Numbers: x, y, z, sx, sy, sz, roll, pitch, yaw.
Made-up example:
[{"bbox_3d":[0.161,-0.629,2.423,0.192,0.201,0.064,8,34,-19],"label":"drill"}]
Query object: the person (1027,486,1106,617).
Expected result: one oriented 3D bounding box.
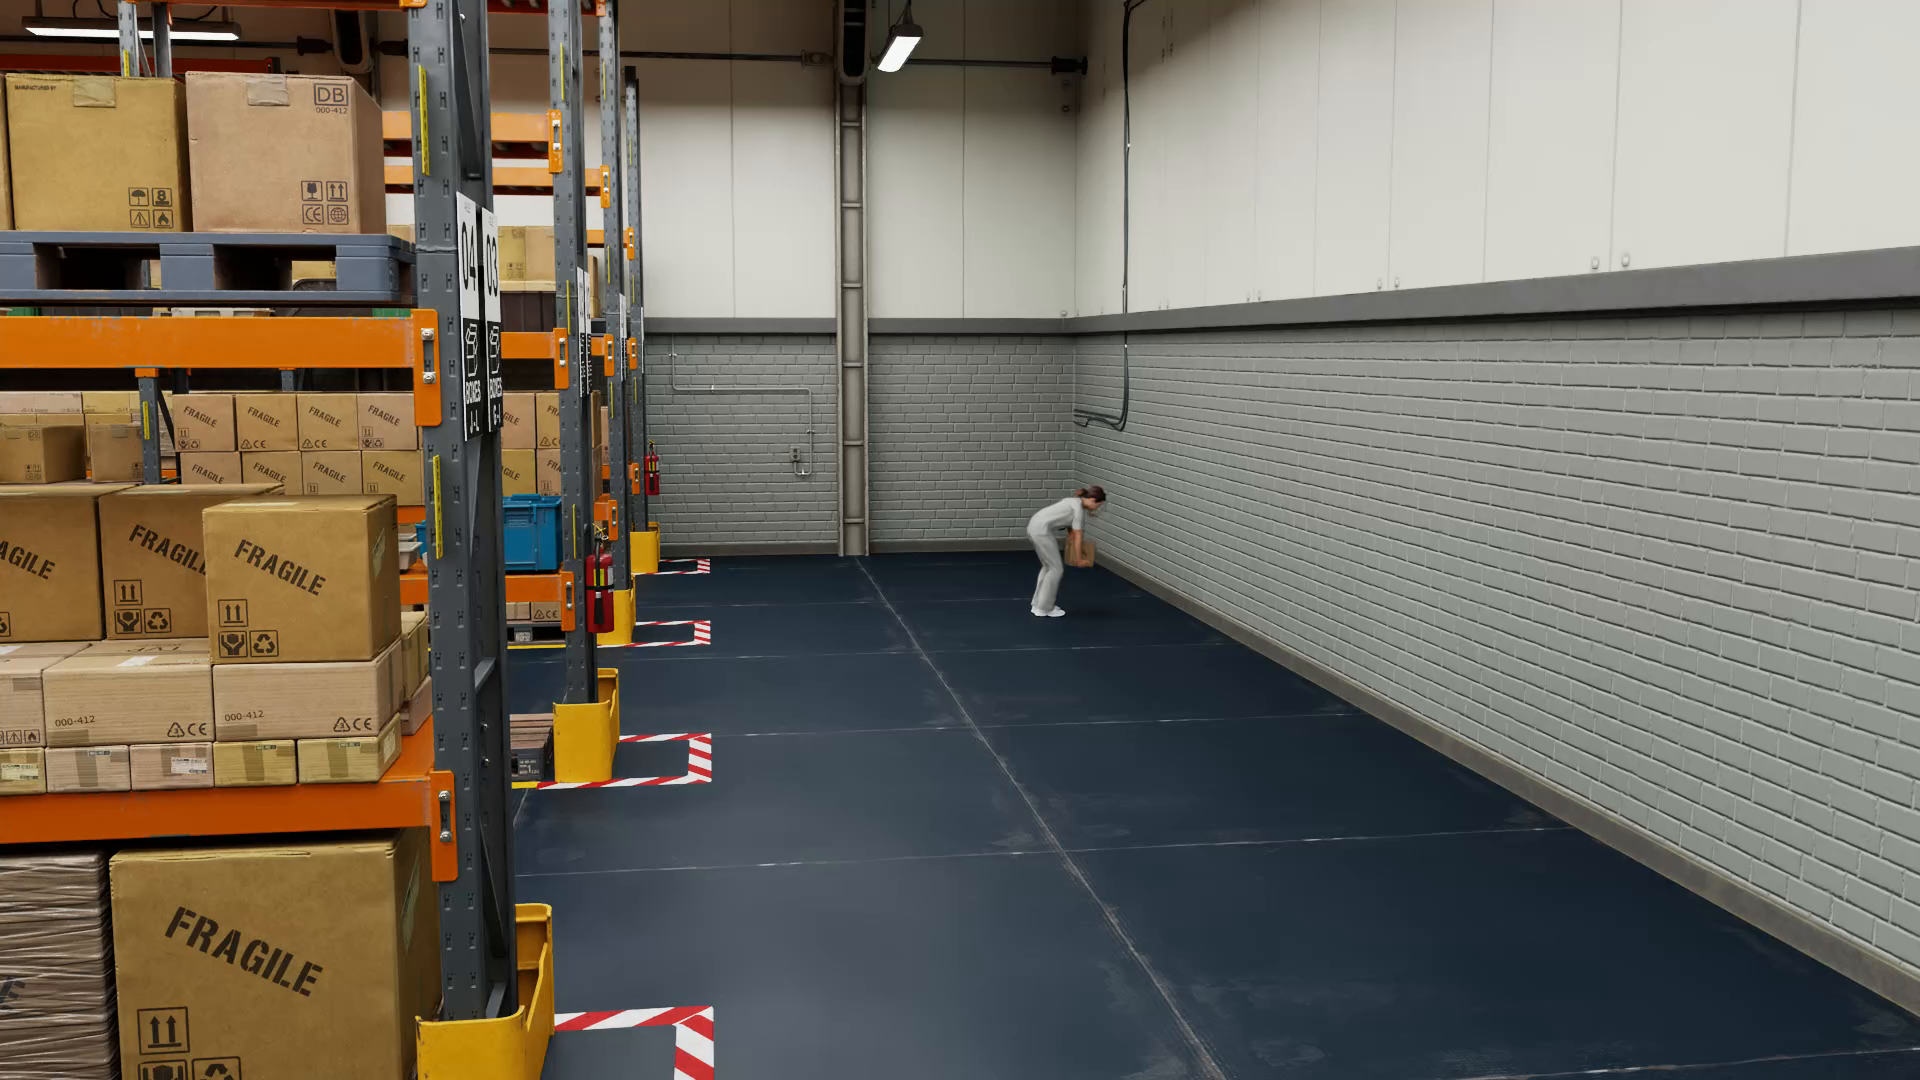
[{"bbox_3d":[1.092,0.108,16.957,0.812,1.315,0.410,-1,7,-10],"label":"person"}]
